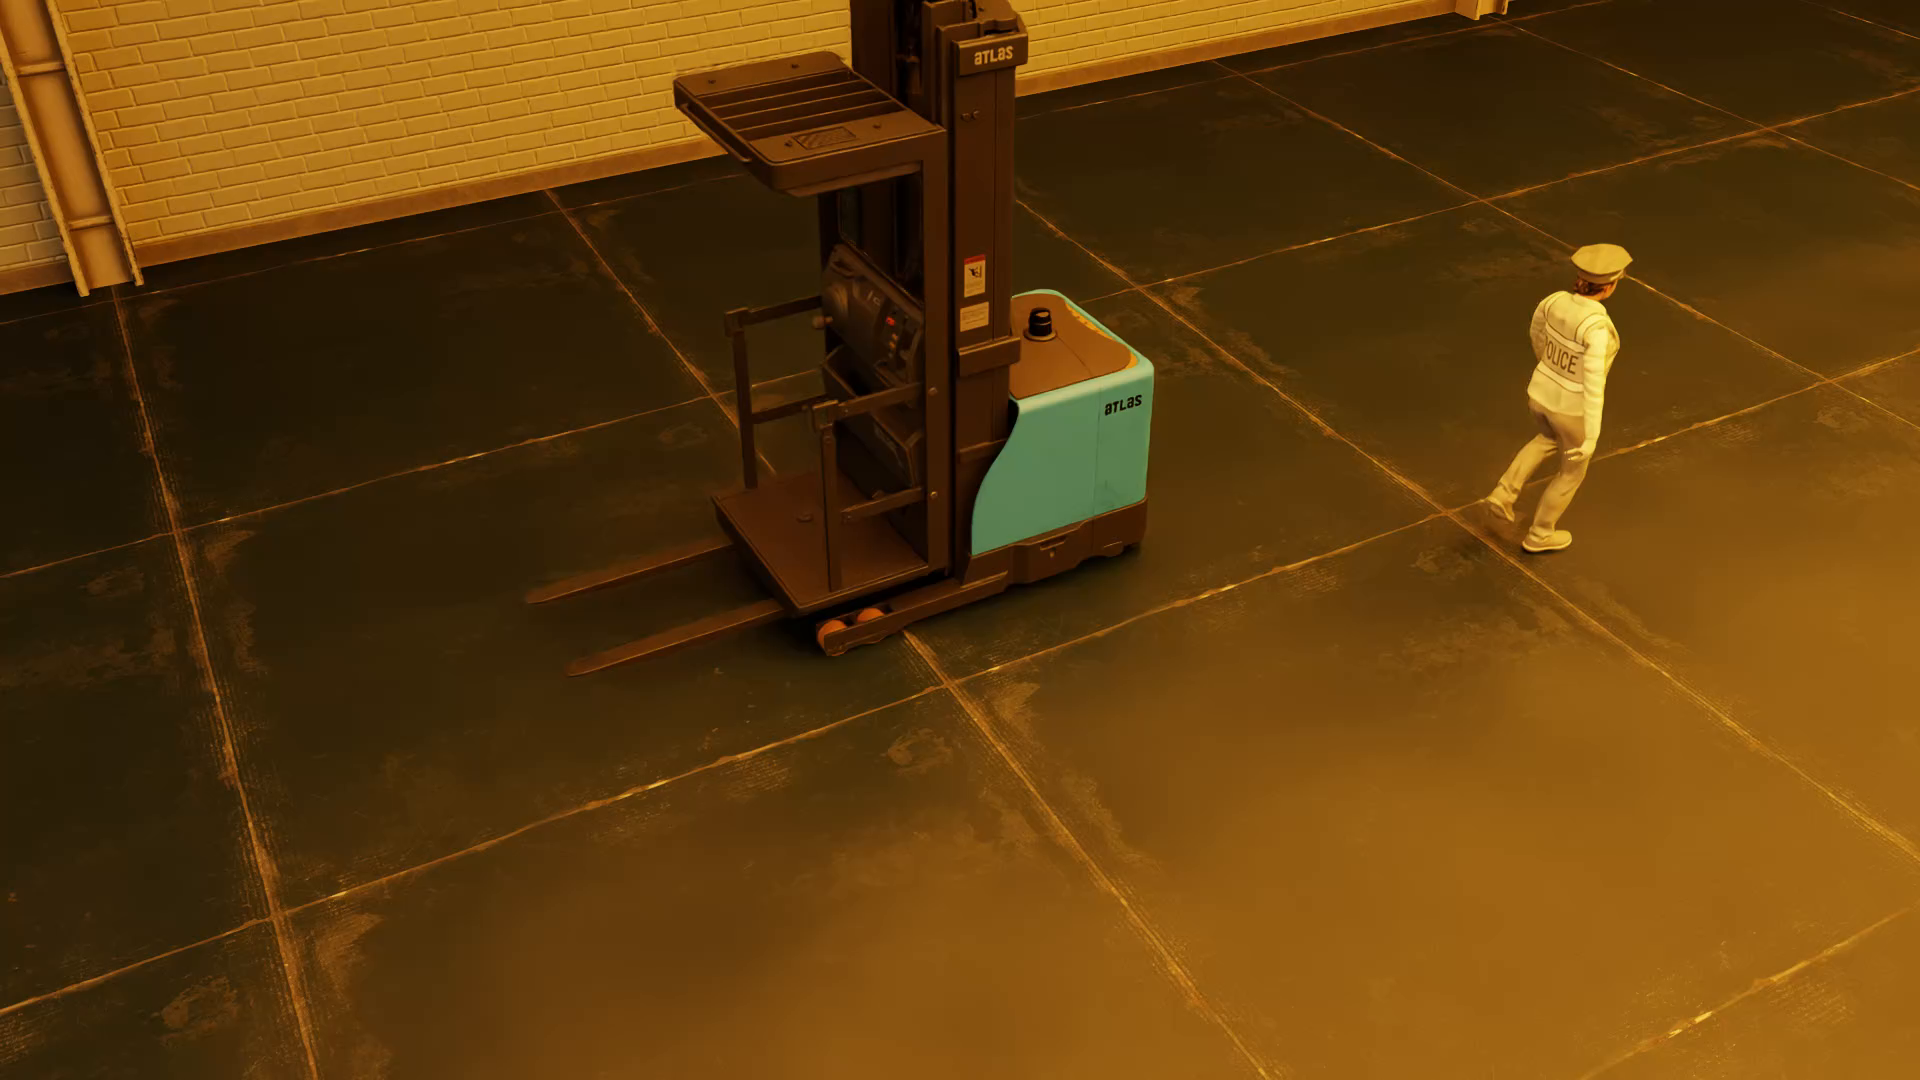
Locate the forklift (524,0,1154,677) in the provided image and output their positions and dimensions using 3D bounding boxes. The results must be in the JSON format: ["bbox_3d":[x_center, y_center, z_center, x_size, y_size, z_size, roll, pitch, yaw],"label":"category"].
[{"bbox_3d":[-0.586,-0.998,7.534,3.031,2.935,1.130,-18,39,-23],"label":"forklift"}]

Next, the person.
[{"bbox_3d":[2.972,-0.670,8.186,0.452,1.649,0.659,-15,38,-20],"label":"person"}]
